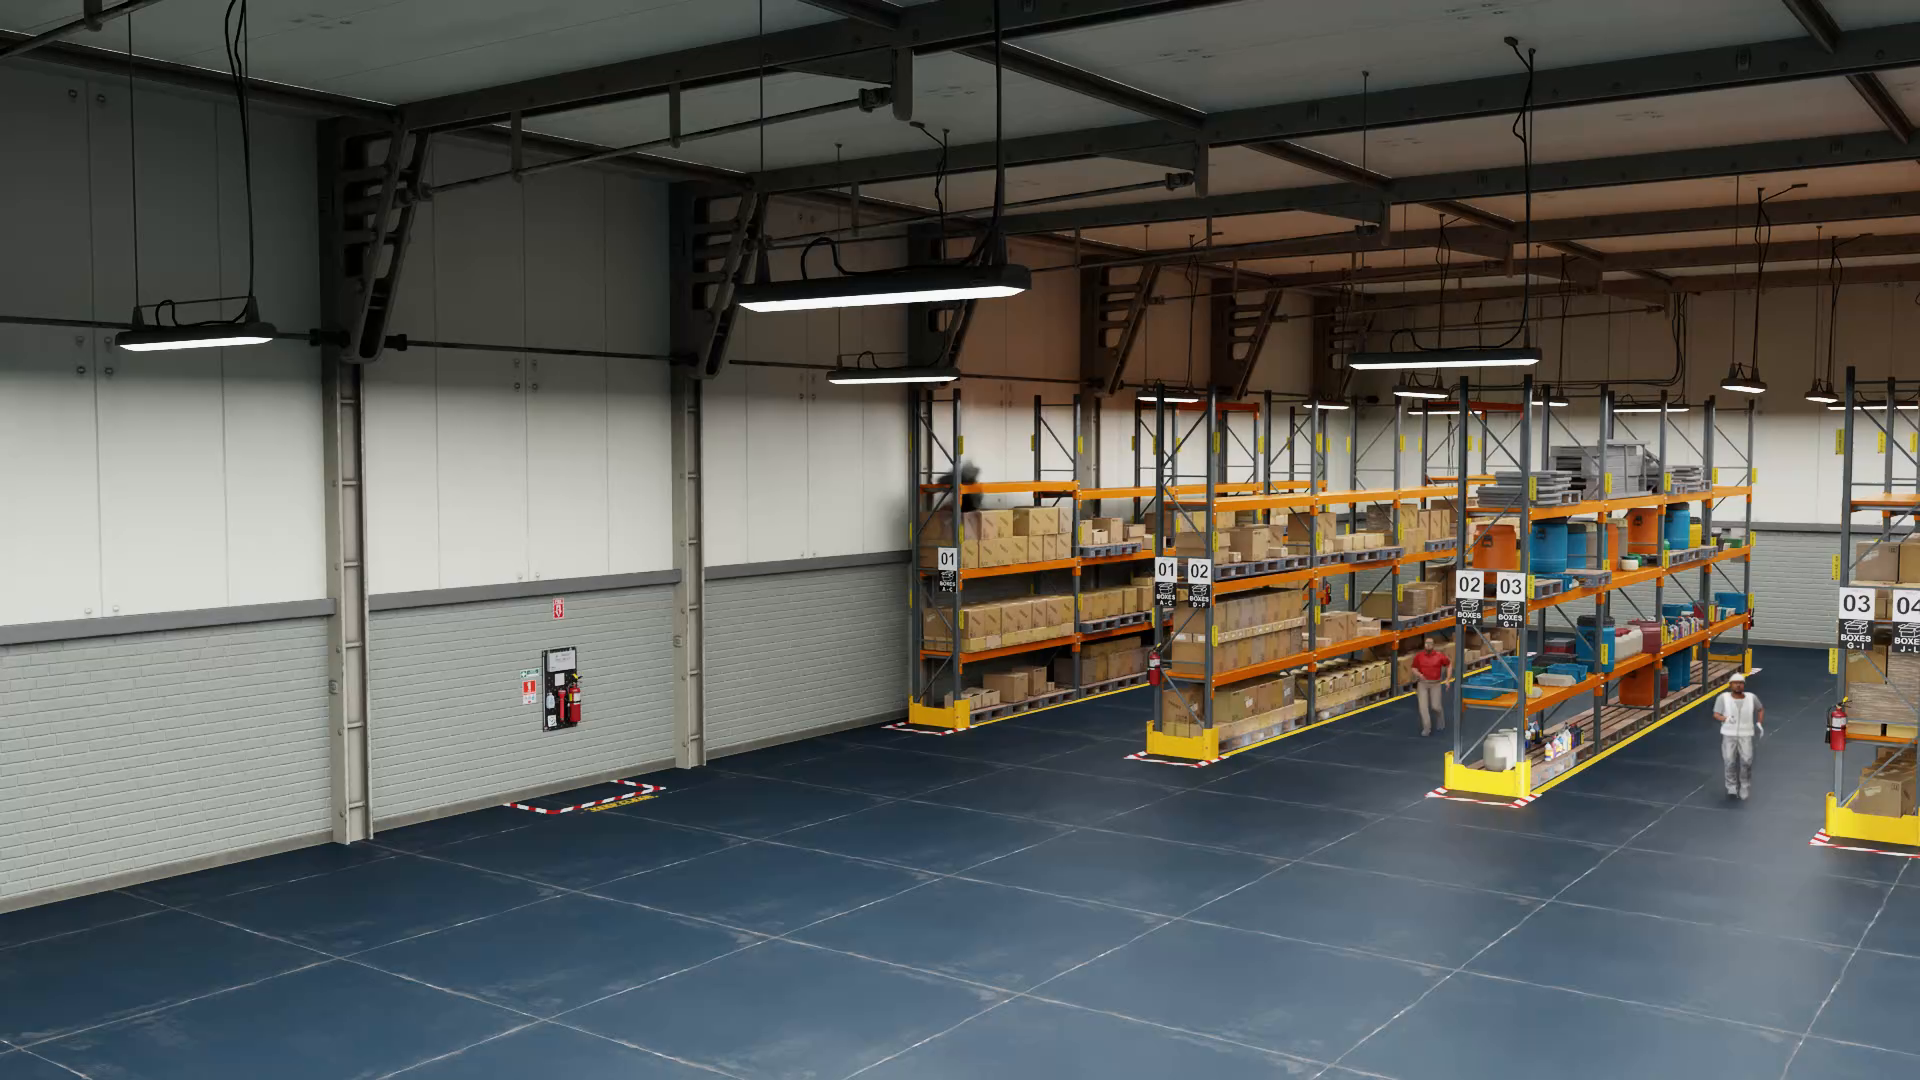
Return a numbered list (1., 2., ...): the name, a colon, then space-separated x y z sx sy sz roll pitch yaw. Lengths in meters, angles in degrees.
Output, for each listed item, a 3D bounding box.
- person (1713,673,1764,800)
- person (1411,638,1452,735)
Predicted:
1. person: 10.975 2.775 23.454 0.657 1.776 0.690 1 4 23
2. person: 8.114 2.537 28.679 0.674 1.692 0.614 1 3 21
